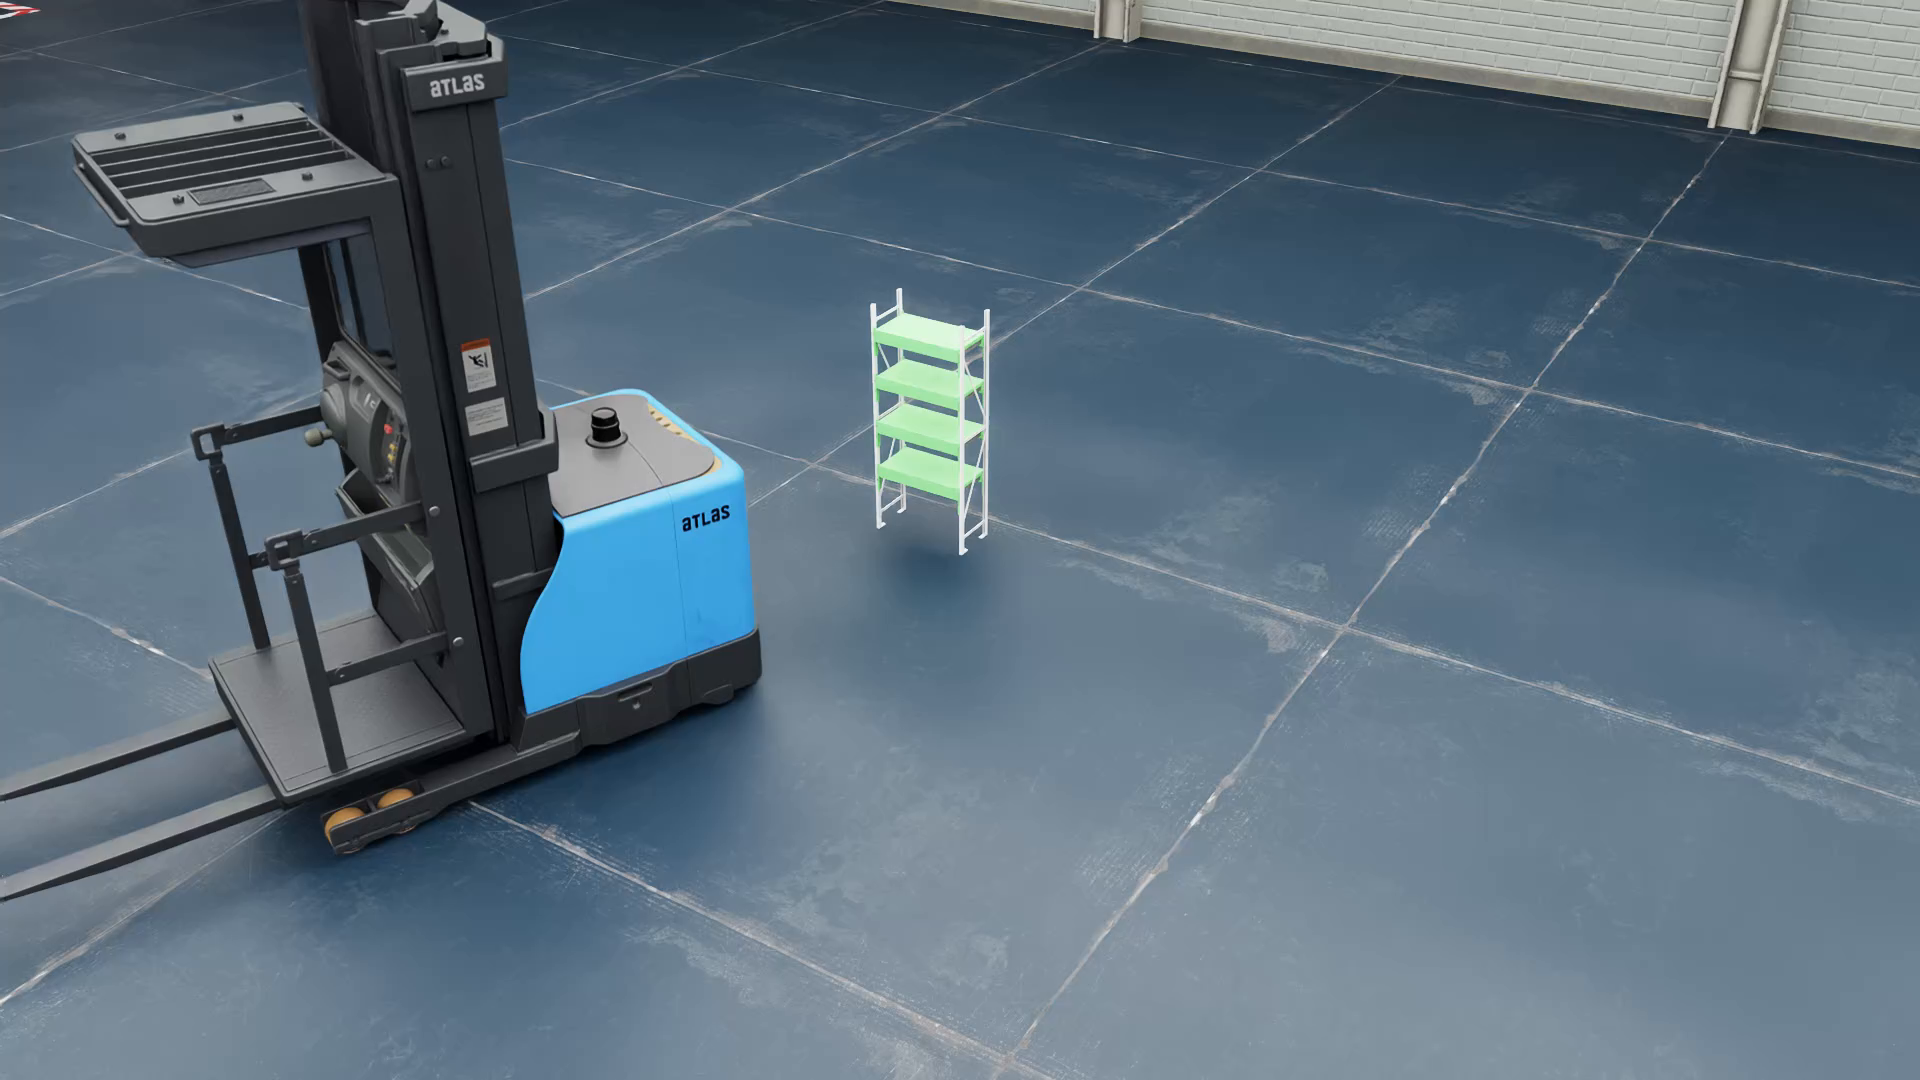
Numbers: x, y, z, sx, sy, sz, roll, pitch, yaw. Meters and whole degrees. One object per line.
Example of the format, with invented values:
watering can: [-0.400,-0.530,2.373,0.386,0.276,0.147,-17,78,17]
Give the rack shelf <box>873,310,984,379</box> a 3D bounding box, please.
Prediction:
rack shelf: [-0.140,-0.922,7.814,0.480,0.148,0.258,18,35,27]

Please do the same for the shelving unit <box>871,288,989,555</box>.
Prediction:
shelving unit: [-0.140,-0.563,8.024,0.503,1.200,0.258,18,35,27]

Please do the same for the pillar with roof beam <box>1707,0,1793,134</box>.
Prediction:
pillar with roof beam: [4.415,-5.628,8.967,0.400,9.000,9.100,18,35,27]

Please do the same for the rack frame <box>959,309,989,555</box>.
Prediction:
rack frame: [0.066,-0.497,7.912,0.015,1.200,0.240,18,35,27]

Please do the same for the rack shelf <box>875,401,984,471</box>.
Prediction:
rack shelf: [-0.140,-0.507,8.056,0.480,0.148,0.258,18,35,27]

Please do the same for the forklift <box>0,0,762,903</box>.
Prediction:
forklift: [-2.347,-0.396,6.019,3.031,2.935,1.130,-20,36,-30]

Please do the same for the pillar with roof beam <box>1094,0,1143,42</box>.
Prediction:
pillar with roof beam: [-0.667,-7.235,11.722,0.400,9.000,9.100,18,35,27]

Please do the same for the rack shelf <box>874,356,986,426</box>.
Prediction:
rack shelf: [-0.140,-0.715,7.935,0.480,0.148,0.258,18,35,27]

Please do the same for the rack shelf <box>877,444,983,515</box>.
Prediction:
rack shelf: [-0.140,-0.300,8.177,0.480,0.148,0.258,18,35,27]

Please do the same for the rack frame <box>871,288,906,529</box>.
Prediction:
rack frame: [-0.347,-0.628,8.136,0.015,1.200,0.240,18,35,27]
